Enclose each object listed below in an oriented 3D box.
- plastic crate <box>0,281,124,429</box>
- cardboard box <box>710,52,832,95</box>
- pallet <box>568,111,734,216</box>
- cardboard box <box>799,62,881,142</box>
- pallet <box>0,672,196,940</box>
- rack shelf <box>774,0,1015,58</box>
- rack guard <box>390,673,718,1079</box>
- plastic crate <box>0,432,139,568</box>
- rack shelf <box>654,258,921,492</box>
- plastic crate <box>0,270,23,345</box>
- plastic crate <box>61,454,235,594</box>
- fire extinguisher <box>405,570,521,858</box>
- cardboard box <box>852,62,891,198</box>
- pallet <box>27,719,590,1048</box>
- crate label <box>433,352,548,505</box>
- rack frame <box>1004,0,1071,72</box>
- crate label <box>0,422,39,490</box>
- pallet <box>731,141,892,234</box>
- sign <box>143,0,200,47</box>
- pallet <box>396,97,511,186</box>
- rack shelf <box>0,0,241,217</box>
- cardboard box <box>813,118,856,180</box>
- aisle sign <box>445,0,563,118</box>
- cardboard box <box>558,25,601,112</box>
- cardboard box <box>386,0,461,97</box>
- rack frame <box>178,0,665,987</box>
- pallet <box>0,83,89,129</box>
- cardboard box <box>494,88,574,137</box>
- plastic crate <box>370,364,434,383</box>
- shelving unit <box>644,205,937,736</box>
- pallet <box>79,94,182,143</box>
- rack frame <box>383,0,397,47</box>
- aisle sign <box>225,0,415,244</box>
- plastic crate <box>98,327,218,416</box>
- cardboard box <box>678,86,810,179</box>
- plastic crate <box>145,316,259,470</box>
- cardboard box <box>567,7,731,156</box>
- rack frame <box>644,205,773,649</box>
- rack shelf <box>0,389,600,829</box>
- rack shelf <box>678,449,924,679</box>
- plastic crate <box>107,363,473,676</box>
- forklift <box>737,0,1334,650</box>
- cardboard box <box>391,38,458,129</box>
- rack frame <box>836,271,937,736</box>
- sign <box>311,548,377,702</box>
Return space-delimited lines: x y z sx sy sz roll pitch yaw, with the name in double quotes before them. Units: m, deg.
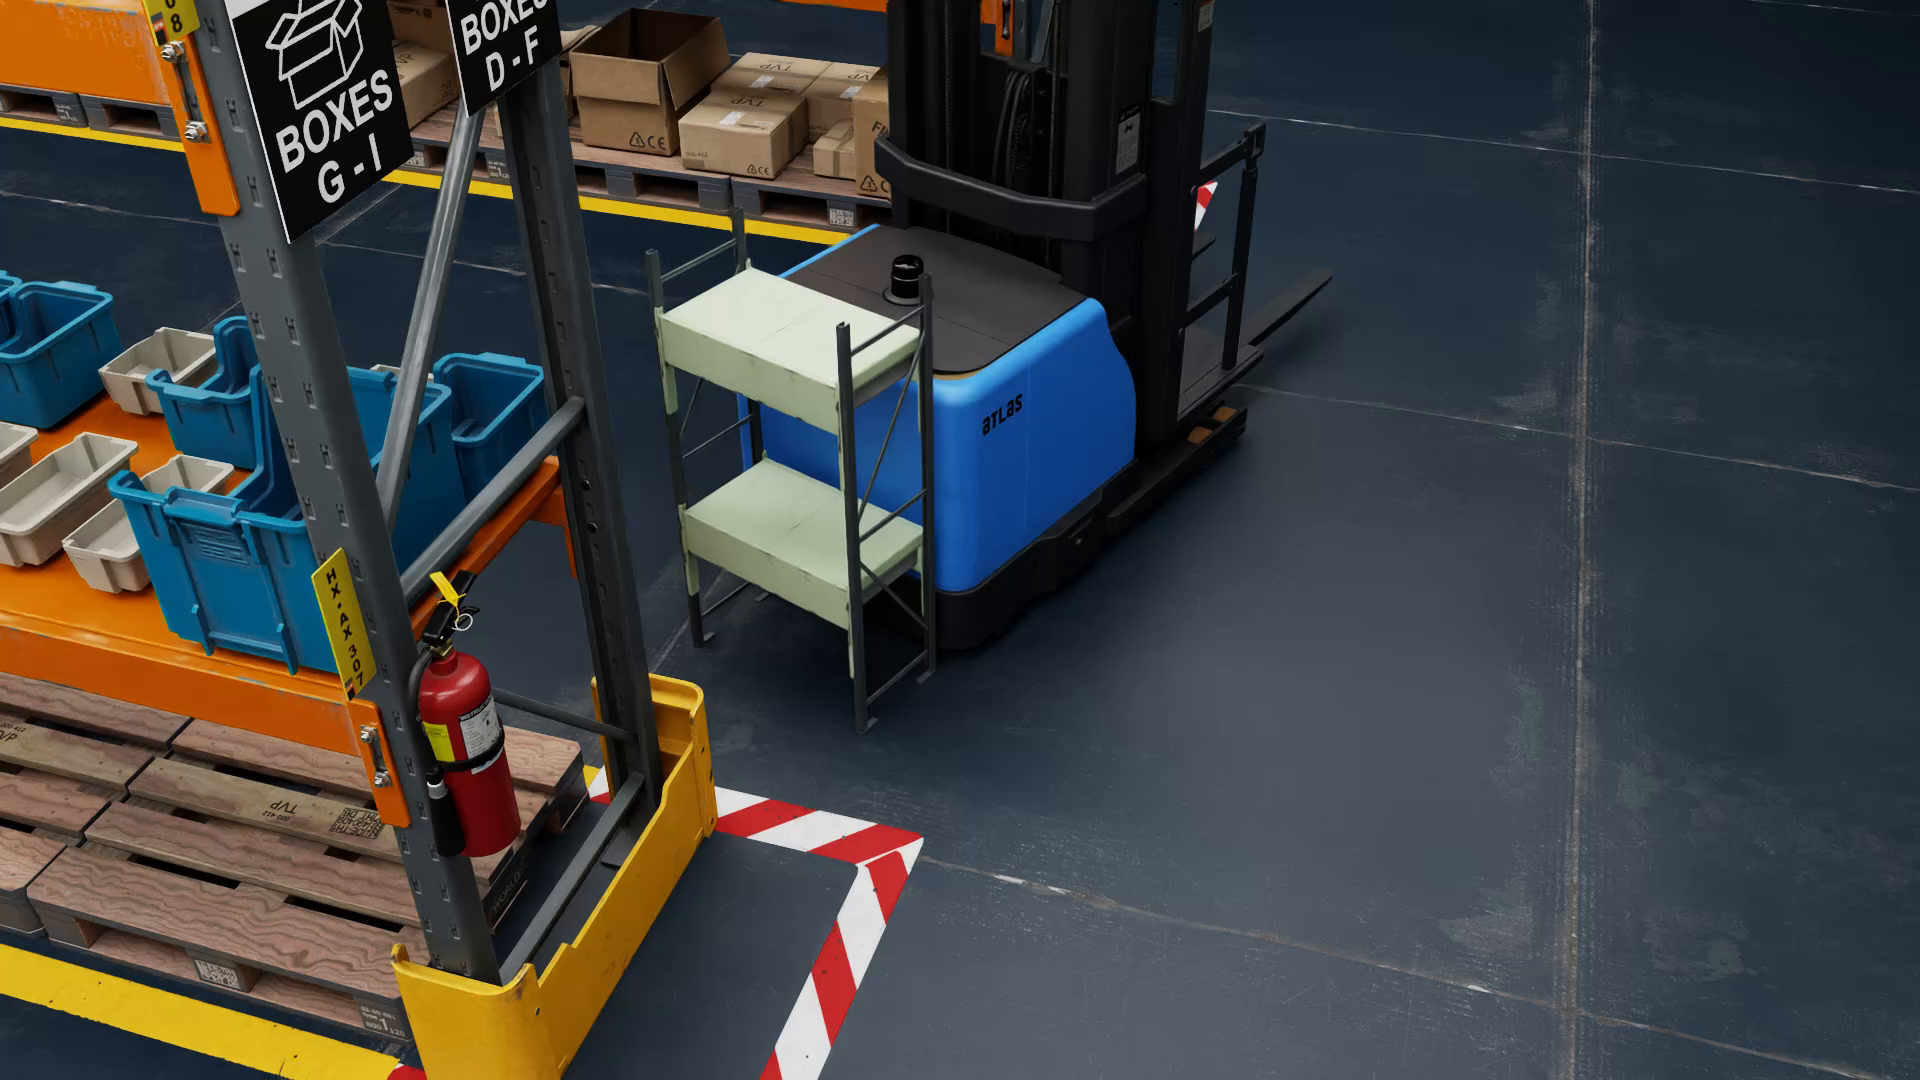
"plastic crate" -2.483 -0.495 4.482 0.300 0.233 0.416 10 38 14
"cardboard box" -0.997 -2.380 8.902 0.500 0.250 0.500 10 38 14
"pallet" -1.602 -2.125 8.959 1.213 0.211 1.003 10 38 14
"cardboard box" -0.520 -2.292 8.782 0.500 0.250 0.500 10 38 14
"pallet" -3.025 0.663 5.171 1.213 0.211 1.003 10 38 14
"rack shelf" -1.517 -2.941 8.322 4.000 0.370 1.077 10 38 14
"rack guard" -1.062 0.928 4.567 0.348 0.500 1.175 10 38 14
"plastic crate" -2.193 -0.094 4.020 0.243 0.136 0.396 10 38 14
"rack shelf" -0.502 -0.512 5.022 0.720 0.370 0.431 24 43 29
"plastic crate" -2.769 -0.548 4.554 0.300 0.233 0.416 10 38 14
"plastic crate" -1.921 -0.035 3.939 0.243 0.136 0.396 10 38 14
"fire extinguisher" -1.080 0.390 3.570 0.183 0.674 0.296 10 38 14
"cardboard box" -0.200 -2.004 8.180 0.500 0.500 0.500 10 38 14
"pallet" -1.864 0.880 4.876 1.213 0.211 1.003 10 38 14
"crate label" -1.226 -0.262 4.166 0.303 0.233 0.416 10 38 14
"rack frame" 0.392 -2.877 7.629 0.127 3.000 1.000 10 38 14
"crate label" -2.466 -0.130 4.068 0.243 0.136 0.396 10 38 14
"pallet" -0.442 -1.908 8.664 1.213 0.211 1.003 10 38 14
"sign" -1.237 -0.927 2.537 0.005 0.325 0.100 10 38 14
"pallet" -2.771 -2.339 9.250 1.213 0.211 1.003 10 38 14
"rack shelf" -2.998 -1.347 3.626 4.000 0.370 1.077 10 38 14
"cardboard box" -0.560 -1.993 8.446 0.250 0.166 0.380 10 38 14
"aisle sign" -0.931 -1.278 3.262 0.004 0.787 0.394 10 38 14
"cardboard box" -2.082 -2.606 9.157 0.500 0.311 0.500 10 38 14
"cardboard box" -2.798 -2.815 9.281 0.500 0.500 0.500 10 38 14
"rack frame" -1.089 -0.075 3.822 0.127 3.000 1.000 10 38 14
"pallet" -5.382 -2.798 9.874 1.213 0.211 1.003 10 38 14
"cardboard box" -2.261 -2.277 8.832 0.250 0.166 0.380 10 38 14
"plastic crate" -1.507 -0.327 4.335 0.298 0.136 0.250 10 38 14
"shelving unit" -0.502 -0.198 5.253 0.755 1.500 0.431 24 43 29
"pallet" -4.214 -2.584 9.582 1.213 0.211 1.003 10 38 14
"rack frame" -3.426 -3.584 8.589 0.127 3.000 1.000 10 38 14
"aisle sign" -1.107 -0.944 2.809 0.004 0.787 0.394 10 38 14
"plastic crate" -2.155 -0.447 4.498 0.298 0.136 0.250 10 38 14
"cardboard box" -1.098 -2.089 8.506 0.500 0.250 0.500 10 38 14
"plastic crate" -1.854 -0.378 4.324 0.300 0.233 0.416 10 38 14
"cardboard box" -1.631 -2.427 8.752 0.637 0.503 0.797 10 38 14
"rack frame" -0.795 -0.328 5.430 0.023 1.500 0.400 24 43 29
"rack shelf" -2.998 -0.139 4.515 4.000 0.370 1.077 10 38 14
"rack shelf" -0.502 0.065 5.447 0.720 0.370 0.431 24 43 29
"plastic crate" -1.464 -0.067 3.730 0.499 0.435 0.616 10 38 14
"forklift" 0.509 -1.625 5.986 1.130 2.935 3.031 24 43 29
"cardboard box" -3.090 -2.482 8.989 0.500 0.311 0.500 10 38 14
"rack frame" -0.209 -0.068 5.077 0.023 1.500 0.400 24 43 29
"sign" -1.237 0.173 3.347 0.005 0.325 0.100 10 38 14
